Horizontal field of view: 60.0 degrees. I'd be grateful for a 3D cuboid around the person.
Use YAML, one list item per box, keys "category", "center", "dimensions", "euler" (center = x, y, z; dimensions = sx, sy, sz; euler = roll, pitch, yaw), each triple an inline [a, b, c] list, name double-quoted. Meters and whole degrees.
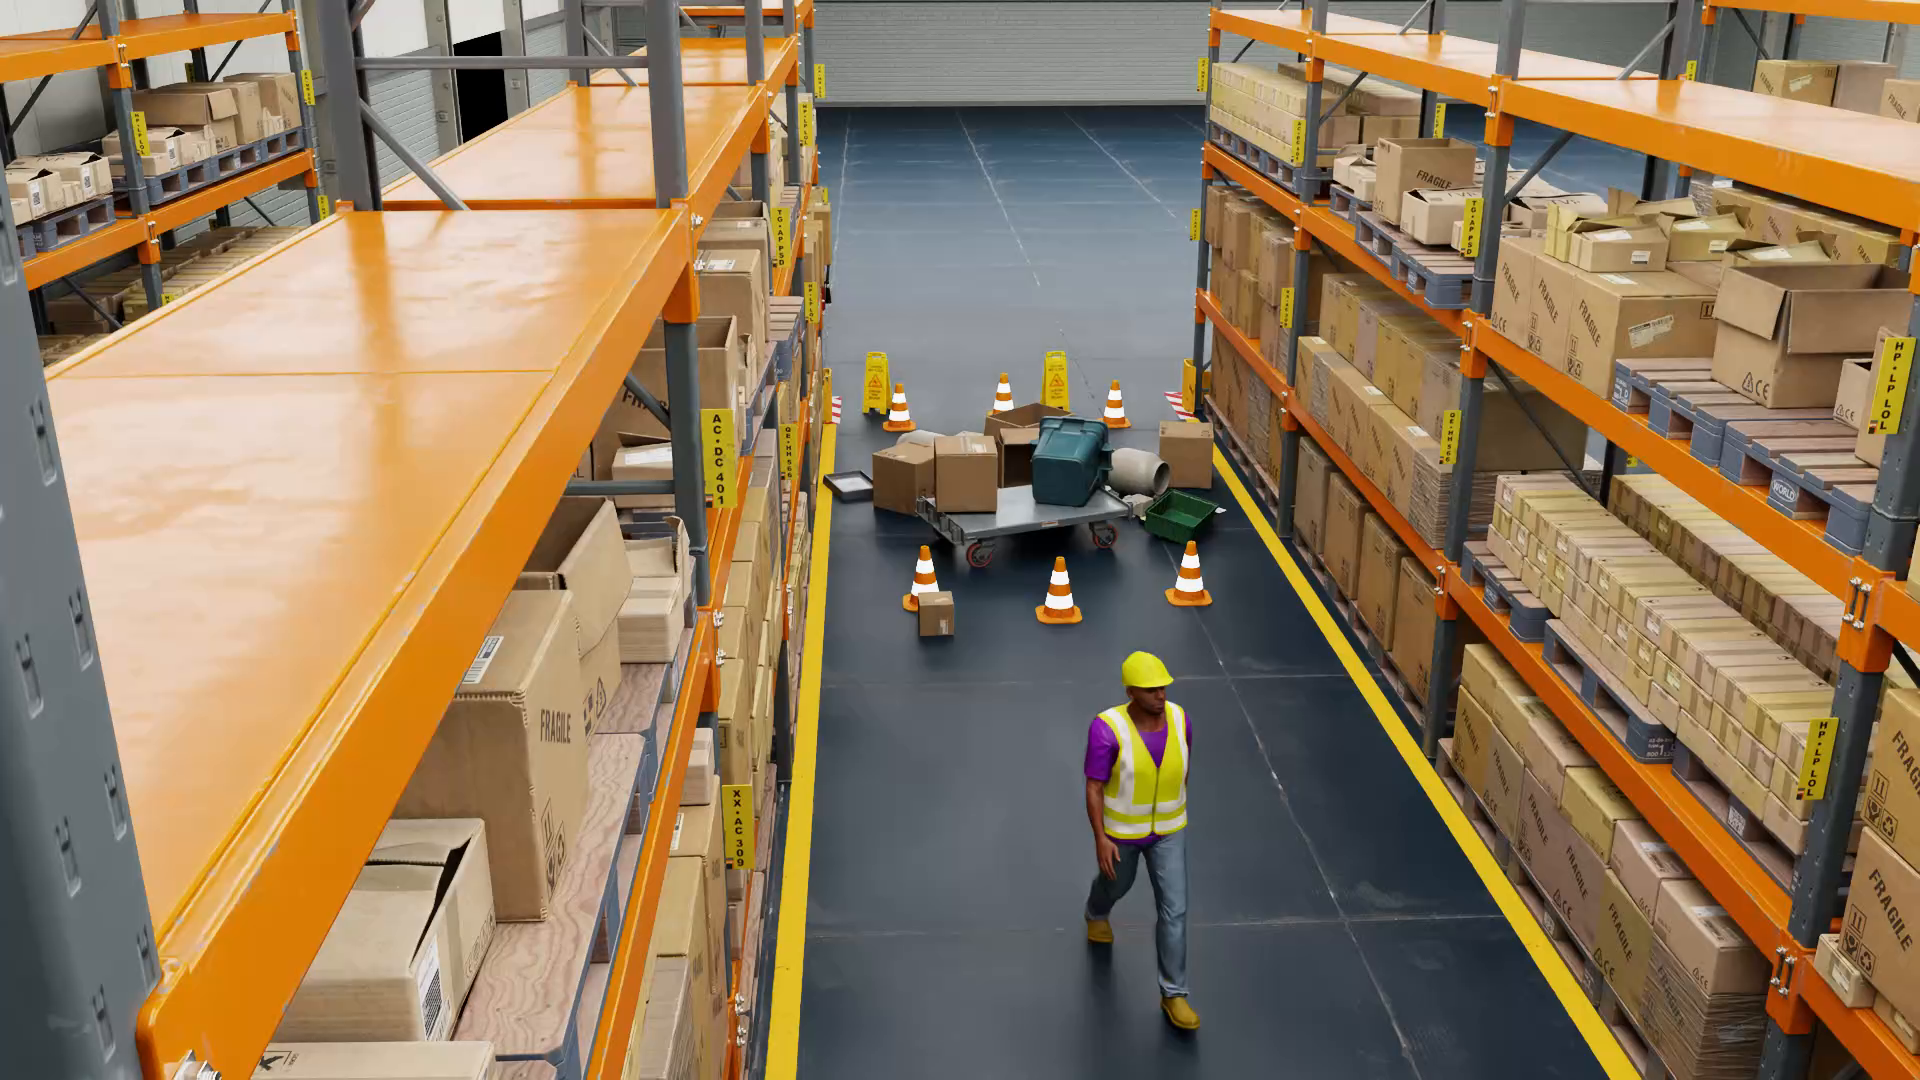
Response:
- category: "person"
  center: [0.862, 1.358, 7.872]
  dimensions: [0.569, 1.725, 1.021]
  euler: [-5, 21, -13]
